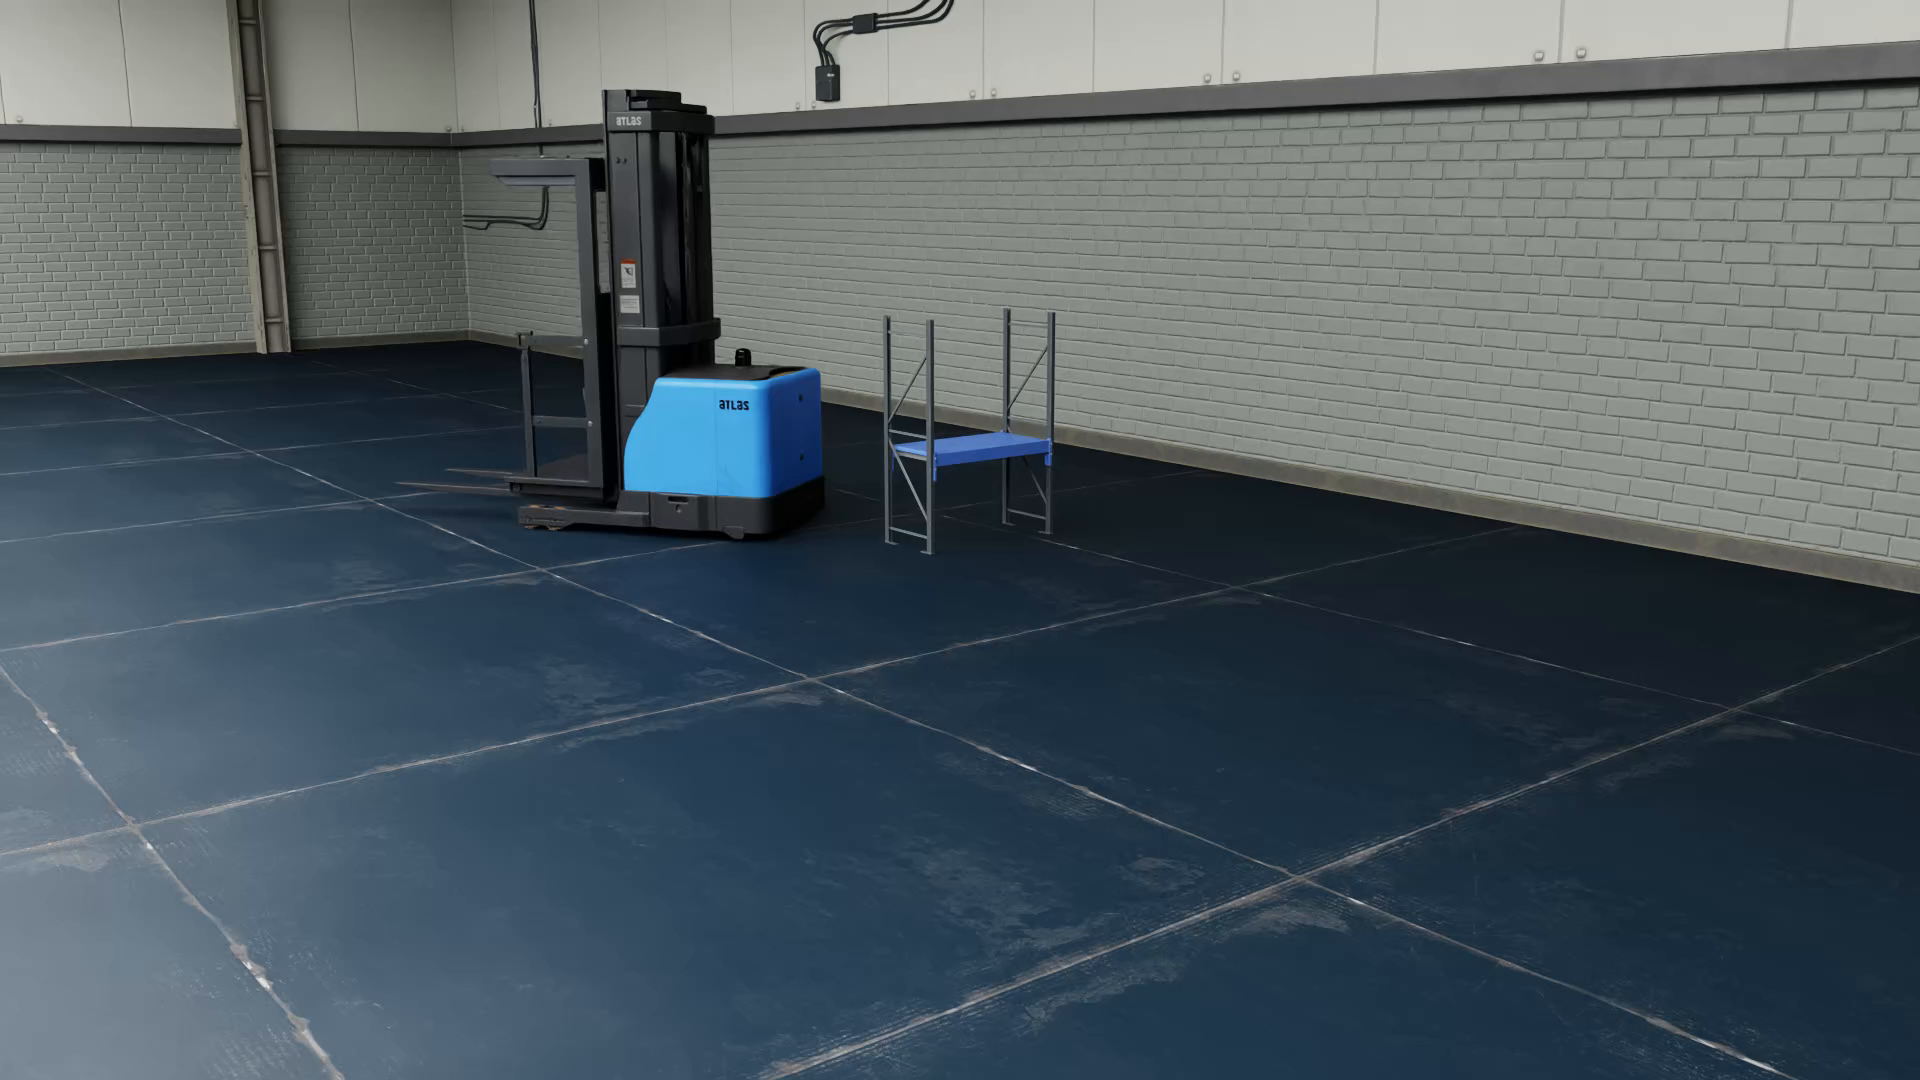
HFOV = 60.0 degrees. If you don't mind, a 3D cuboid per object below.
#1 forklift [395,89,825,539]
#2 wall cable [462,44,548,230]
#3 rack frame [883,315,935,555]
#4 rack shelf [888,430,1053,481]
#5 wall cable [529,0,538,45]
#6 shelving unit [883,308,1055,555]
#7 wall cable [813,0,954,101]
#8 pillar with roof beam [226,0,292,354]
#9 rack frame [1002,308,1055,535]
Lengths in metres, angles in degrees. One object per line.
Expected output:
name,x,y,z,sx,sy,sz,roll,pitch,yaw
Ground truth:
forklift,-2.537,-1.596,11.590,3.031,2.935,1.130,4,13,17
wall cable,-6.692,-5.743,23.984,0.112,2.526,3.097,-9,15,-38
rack frame,-0.330,-0.679,10.714,0.032,1.500,0.500,-9,15,-38
rack shelf,0.067,-0.569,11.062,1.000,0.185,0.538,-9,15,-38
wall cable,-5.002,-7.774,21.393,0.112,2.526,3.097,-9,15,-38
shelving unit,0.067,-0.745,11.025,1.048,1.500,0.538,-9,15,-38
wall cable,-0.774,-7.383,16.047,0.169,6.003,2.305,-9,15,-38
pillar with roof beam,-7.130,-6.396,19.583,0.400,9.000,9.100,-9,15,-38
rack frame,0.464,-0.811,11.336,0.032,1.500,0.500,-9,15,-38
